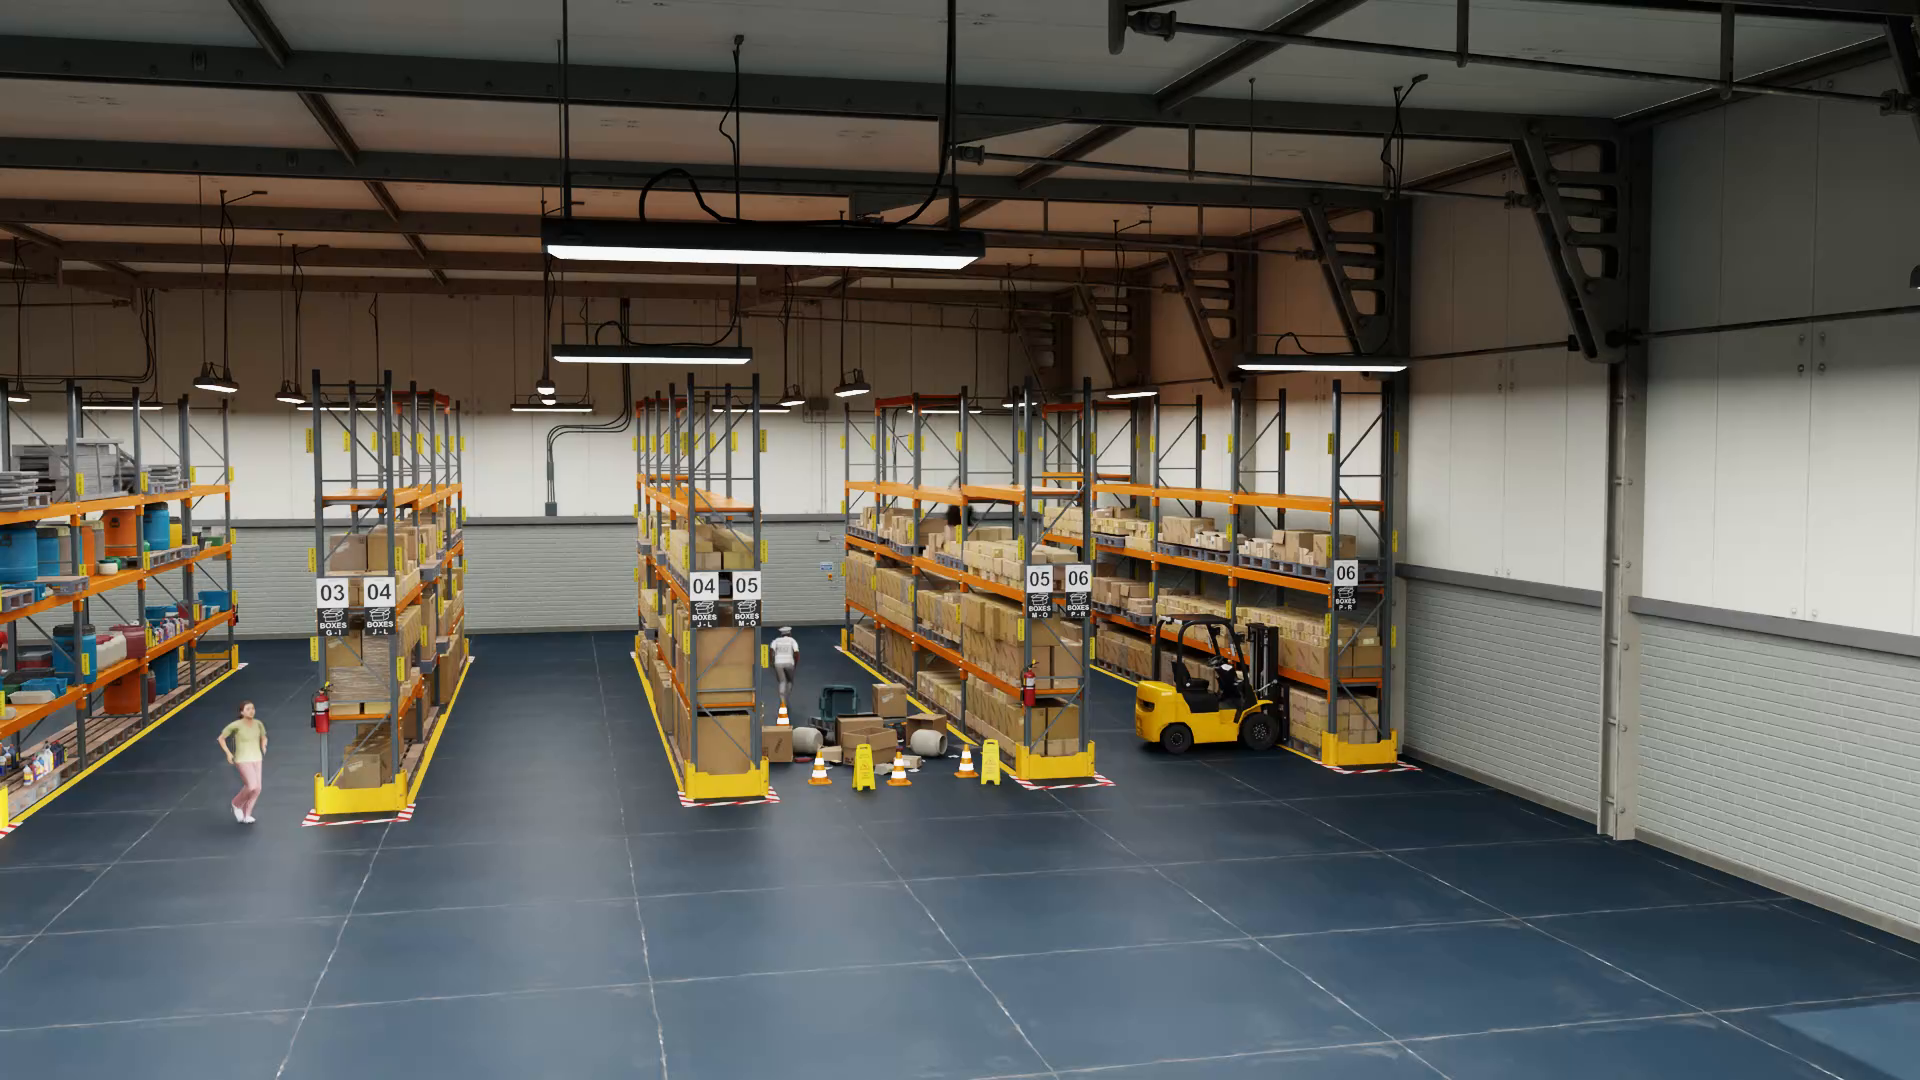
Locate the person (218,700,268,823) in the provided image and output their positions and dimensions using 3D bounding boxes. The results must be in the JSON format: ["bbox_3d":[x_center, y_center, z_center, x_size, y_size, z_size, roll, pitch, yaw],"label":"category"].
[{"bbox_3d":[-9.339,2.920,21.846,0.549,1.620,0.573,2,4,35],"label":"person"}]

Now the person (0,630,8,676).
[{"bbox_3d":[-18.464,2.325,31.609,0.651,1.728,0.681,-1,3,-19],"label":"person"}]

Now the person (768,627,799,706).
[{"bbox_3d":[-3.369,2.441,31.674,0.578,1.487,0.909,0,3,1],"label":"person"}]
